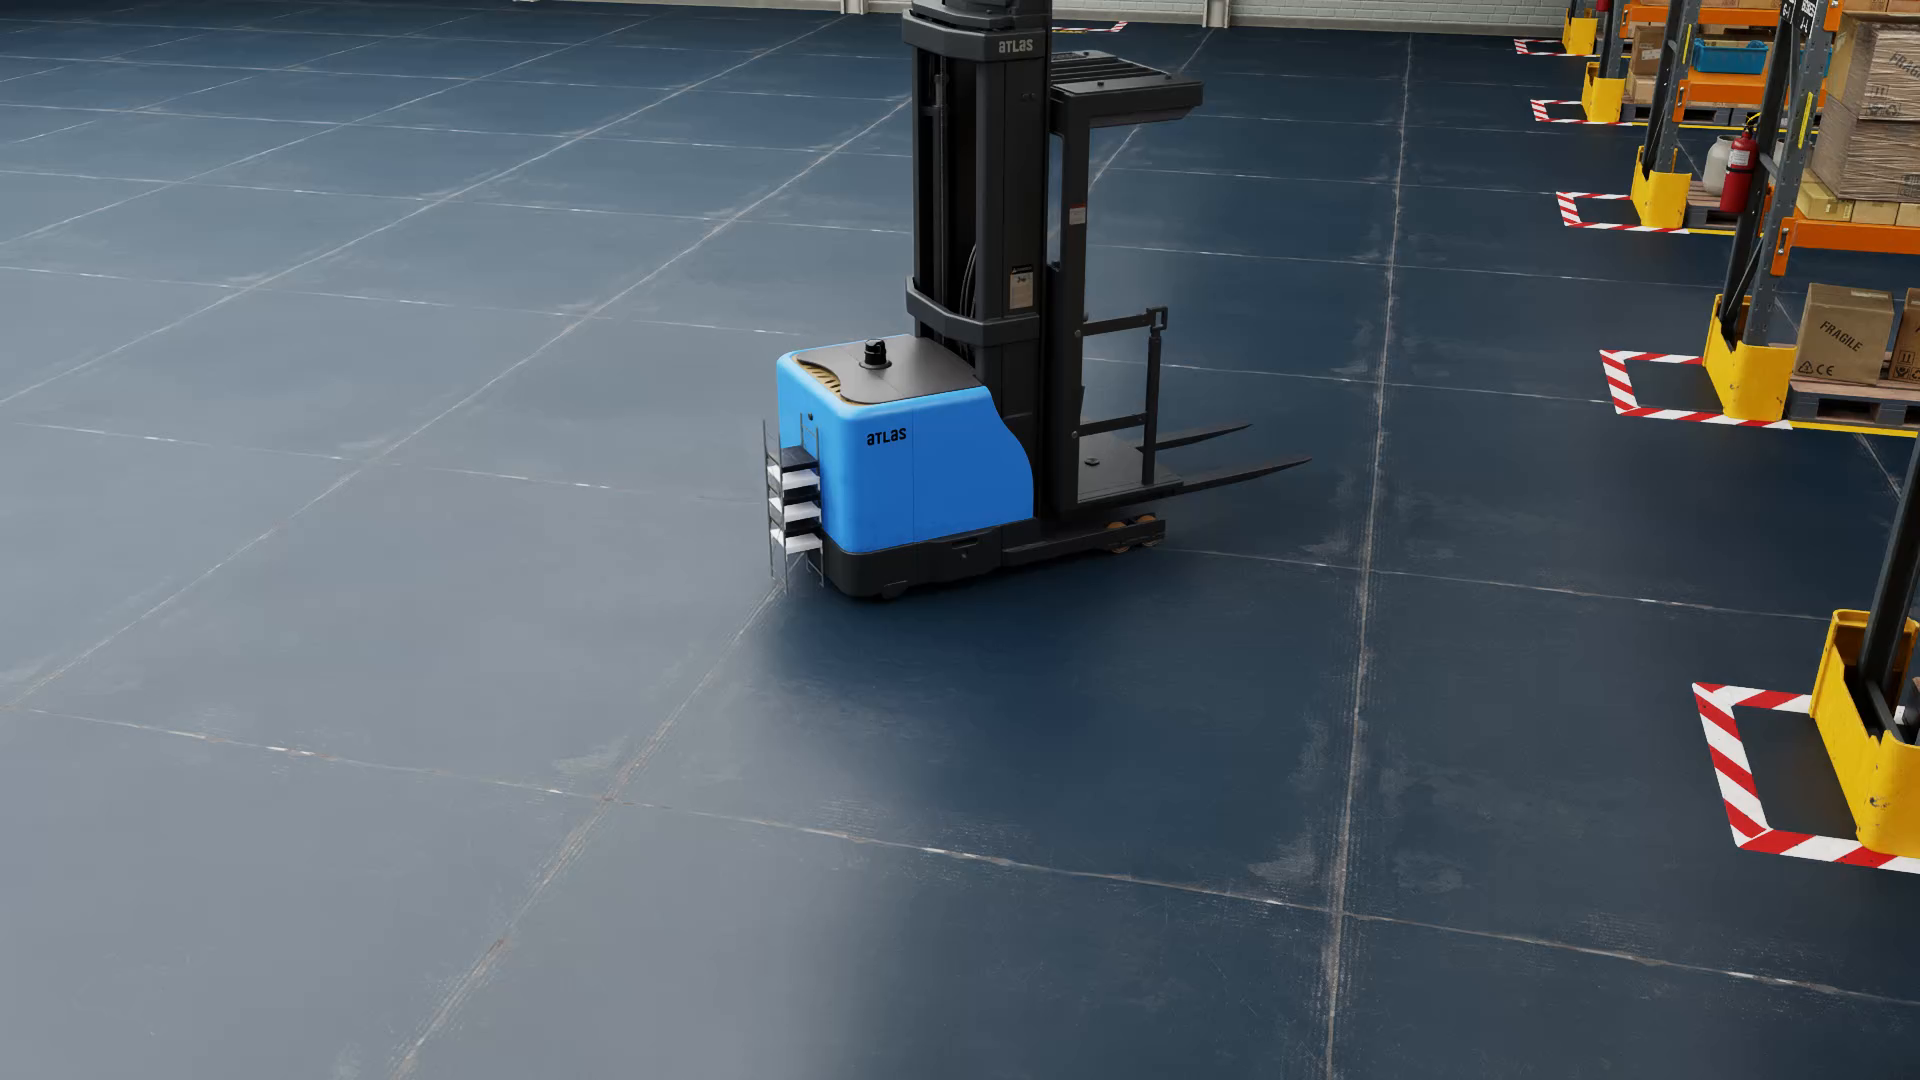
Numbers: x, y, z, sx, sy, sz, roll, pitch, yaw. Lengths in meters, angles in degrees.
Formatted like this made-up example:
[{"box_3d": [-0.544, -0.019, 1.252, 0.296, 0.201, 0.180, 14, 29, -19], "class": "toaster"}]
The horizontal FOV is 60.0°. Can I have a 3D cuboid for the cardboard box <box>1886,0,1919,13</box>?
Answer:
[{"box_3d": [10.677, -6.228, 18.725, 0.500, 0.500, 0.700, 6, 26, 12], "class": "cardboard box"}]

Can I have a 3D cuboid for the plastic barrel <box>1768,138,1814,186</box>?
[{"box_3d": [7.651, -3.424, 15.359, 0.421, 0.512, 0.421, 0, 25, 0], "class": "plastic barrel"}]

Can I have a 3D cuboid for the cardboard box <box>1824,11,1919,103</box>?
[{"box_3d": [5.870, -3.063, 10.569, 0.500, 0.500, 0.500, 6, 26, 13], "class": "cardboard box"}]

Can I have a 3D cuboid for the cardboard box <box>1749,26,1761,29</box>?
[{"box_3d": [11.307, -7.238, 23.767, 0.250, 0.149, 0.380, 4, 26, 9], "class": "cardboard box"}]

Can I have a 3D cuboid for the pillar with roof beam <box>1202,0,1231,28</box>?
[{"box_3d": [2.987, -10.419, 20.665, 0.400, 9.000, 9.100, 6, 26, 13], "class": "pillar with roof beam"}]

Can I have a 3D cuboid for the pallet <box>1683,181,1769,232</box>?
[{"box_3d": [7.380, -3.114, 15.544, 1.213, 0.211, 1.003, 6, 26, 13], "class": "pallet"}]

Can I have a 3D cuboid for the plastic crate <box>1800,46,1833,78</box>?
[{"box_3d": [7.696, -4.382, 15.138, 0.408, 0.251, 0.499, 6, 26, 13], "class": "plastic crate"}]

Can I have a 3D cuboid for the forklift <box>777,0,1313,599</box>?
[{"box_3d": [0.565, -1.443, 8.872, 3.031, 2.935, 1.130, -12, 28, -24], "class": "forklift"}]

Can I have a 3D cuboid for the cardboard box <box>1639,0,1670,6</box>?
[{"box_3d": [8.196, -6.502, 19.301, 0.500, 0.500, 0.700, 6, 26, 13], "class": "cardboard box"}]

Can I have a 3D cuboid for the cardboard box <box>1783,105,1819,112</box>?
[{"box_3d": [9.663, -5.149, 19.286, 0.500, 0.250, 0.500, 6, 26, 13], "class": "cardboard box"}]

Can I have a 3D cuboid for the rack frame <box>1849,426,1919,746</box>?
[{"box_3d": [3.943, -0.334, 6.463, 0.127, 3.000, 1.000, 6, 26, 13], "class": "rack frame"}]

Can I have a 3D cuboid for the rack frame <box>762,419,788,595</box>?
[{"box_3d": [-0.949, -0.164, 8.549, 0.006, 0.900, 0.240, -12, 28, -24], "class": "rack frame"}]

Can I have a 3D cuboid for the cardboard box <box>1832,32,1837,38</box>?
[{"box_3d": [10.281, -5.658, 19.482, 0.500, 0.500, 0.500, 6, 26, 13], "class": "cardboard box"}]

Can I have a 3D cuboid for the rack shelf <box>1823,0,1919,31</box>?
[{"box_3d": [7.213, -3.204, 9.837, 4.000, 0.370, 1.077, 6, 26, 13], "class": "rack shelf"}]

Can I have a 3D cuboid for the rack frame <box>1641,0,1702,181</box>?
[{"box_3d": [6.509, -4.450, 15.108, 0.127, 3.000, 1.000, 6, 26, 13], "class": "rack frame"}]

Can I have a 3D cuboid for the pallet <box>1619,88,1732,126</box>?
[{"box_3d": [8.498, -5.189, 19.903, 1.213, 0.211, 1.003, 6, 26, 13], "class": "pallet"}]

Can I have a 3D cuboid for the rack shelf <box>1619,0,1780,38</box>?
[{"box_3d": [9.684, -5.973, 19.144, 4.000, 0.370, 1.077, 6, 26, 13], "class": "rack shelf"}]

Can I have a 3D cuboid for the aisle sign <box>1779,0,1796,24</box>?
[{"box_3d": [5.291, -3.694, 10.494, 0.004, 0.787, 0.394, 6, 26, 13], "class": "aisle sign"}]

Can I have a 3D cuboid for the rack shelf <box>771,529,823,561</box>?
[{"box_3d": [-0.858, 0.009, 8.681, 0.200, 0.077, 0.258, -12, 28, -24], "class": "rack shelf"}]

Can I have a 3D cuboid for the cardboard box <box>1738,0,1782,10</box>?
[{"box_3d": [9.185, -6.392, 19.070, 0.500, 0.500, 0.700, 6, 26, 13], "class": "cardboard box"}]

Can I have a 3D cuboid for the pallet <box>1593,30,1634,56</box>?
[{"box_3d": [9.828, -7.206, 24.140, 1.213, 0.211, 1.003, 6, 26, 13], "class": "pallet"}]

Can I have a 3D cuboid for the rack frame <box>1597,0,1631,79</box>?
[{"box_3d": [7.747, -6.512, 19.439, 0.127, 3.000, 1.000, 6, 26, 13], "class": "rack frame"}]

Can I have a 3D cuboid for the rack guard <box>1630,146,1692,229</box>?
[{"box_3d": [6.595, -3.333, 15.669, 0.348, 0.500, 1.175, 6, 26, 13], "class": "rack guard"}]

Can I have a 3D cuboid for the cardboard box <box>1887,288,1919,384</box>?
[{"box_3d": [6.464, -1.326, 10.965, 0.500, 0.500, 0.500, 14, 29, 26], "class": "cardboard box"}]

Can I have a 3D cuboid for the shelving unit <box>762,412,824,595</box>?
[{"box_3d": [-0.858, -0.184, 8.589, 0.210, 0.900, 0.258, -12, 28, -24], "class": "shelving unit"}]

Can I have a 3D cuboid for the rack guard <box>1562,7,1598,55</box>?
[{"box_3d": [9.050, -7.438, 24.292, 0.348, 0.500, 1.175, 6, 26, 13], "class": "rack guard"}]

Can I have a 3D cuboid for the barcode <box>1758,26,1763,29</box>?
[{"box_3d": [11.467, -7.332, 23.837, 0.075, 0.075, 0.001, 6, 26, 13], "class": "barcode"}]

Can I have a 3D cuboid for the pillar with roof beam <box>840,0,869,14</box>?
[{"box_3d": [-2.824, -11.061, 22.015, 0.400, 9.000, 9.100, 6, 26, 13], "class": "pillar with roof beam"}]

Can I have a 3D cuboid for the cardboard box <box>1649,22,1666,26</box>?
[{"box_3d": [10.177, -7.387, 23.892, 0.500, 0.311, 0.500, 9, 27, 17], "class": "cardboard box"}]

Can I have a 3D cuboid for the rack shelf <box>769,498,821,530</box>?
[{"box_3d": [-0.858, -0.154, 8.604, 0.200, 0.077, 0.258, -12, 28, -24], "class": "rack shelf"}]

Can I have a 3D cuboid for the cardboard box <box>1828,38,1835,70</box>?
[{"box_3d": [10.151, -5.440, 19.024, 0.500, 0.500, 0.500, 6, 26, 13], "class": "cardboard box"}]

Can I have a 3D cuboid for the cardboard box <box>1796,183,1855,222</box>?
[{"box_3d": [5.492, -2.145, 10.558, 0.250, 0.149, 0.380, 6, 26, 13], "class": "cardboard box"}]

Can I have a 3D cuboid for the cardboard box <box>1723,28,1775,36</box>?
[{"box_3d": [9.312, -5.764, 19.706, 0.500, 0.500, 0.500, 6, 26, 13], "class": "cardboard box"}]

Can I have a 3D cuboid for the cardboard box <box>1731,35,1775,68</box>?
[{"box_3d": [9.183, -5.548, 19.251, 0.500, 0.500, 0.500, 6, 26, 13], "class": "cardboard box"}]

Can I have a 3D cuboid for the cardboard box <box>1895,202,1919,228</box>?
[{"box_3d": [5.968, -2.077, 10.416, 0.250, 0.149, 0.380, 6, 26, 13], "class": "cardboard box"}]

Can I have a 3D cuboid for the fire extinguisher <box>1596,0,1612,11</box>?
[{"box_3d": [7.748, -6.683, 19.888, 0.183, 0.674, 0.296, 6, 26, 13], "class": "fire extinguisher"}]

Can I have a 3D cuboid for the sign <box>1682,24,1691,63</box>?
[{"box_3d": [6.368, -4.347, 14.569, 0.005, 0.325, 0.100, 6, 26, 13], "class": "sign"}]

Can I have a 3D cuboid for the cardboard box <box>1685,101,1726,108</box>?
[{"box_3d": [8.696, -5.258, 19.515, 0.500, 0.250, 0.500, 6, 26, 13], "class": "cardboard box"}]

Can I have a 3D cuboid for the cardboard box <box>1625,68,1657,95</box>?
[{"box_3d": [8.340, -5.526, 20.077, 0.500, 0.250, 0.500, 6, 26, 13], "class": "cardboard box"}]

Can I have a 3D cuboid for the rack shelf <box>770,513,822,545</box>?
[{"box_3d": [-0.858, -0.072, 8.642, 0.200, 0.077, 0.258, -12, 28, -24], "class": "rack shelf"}]
